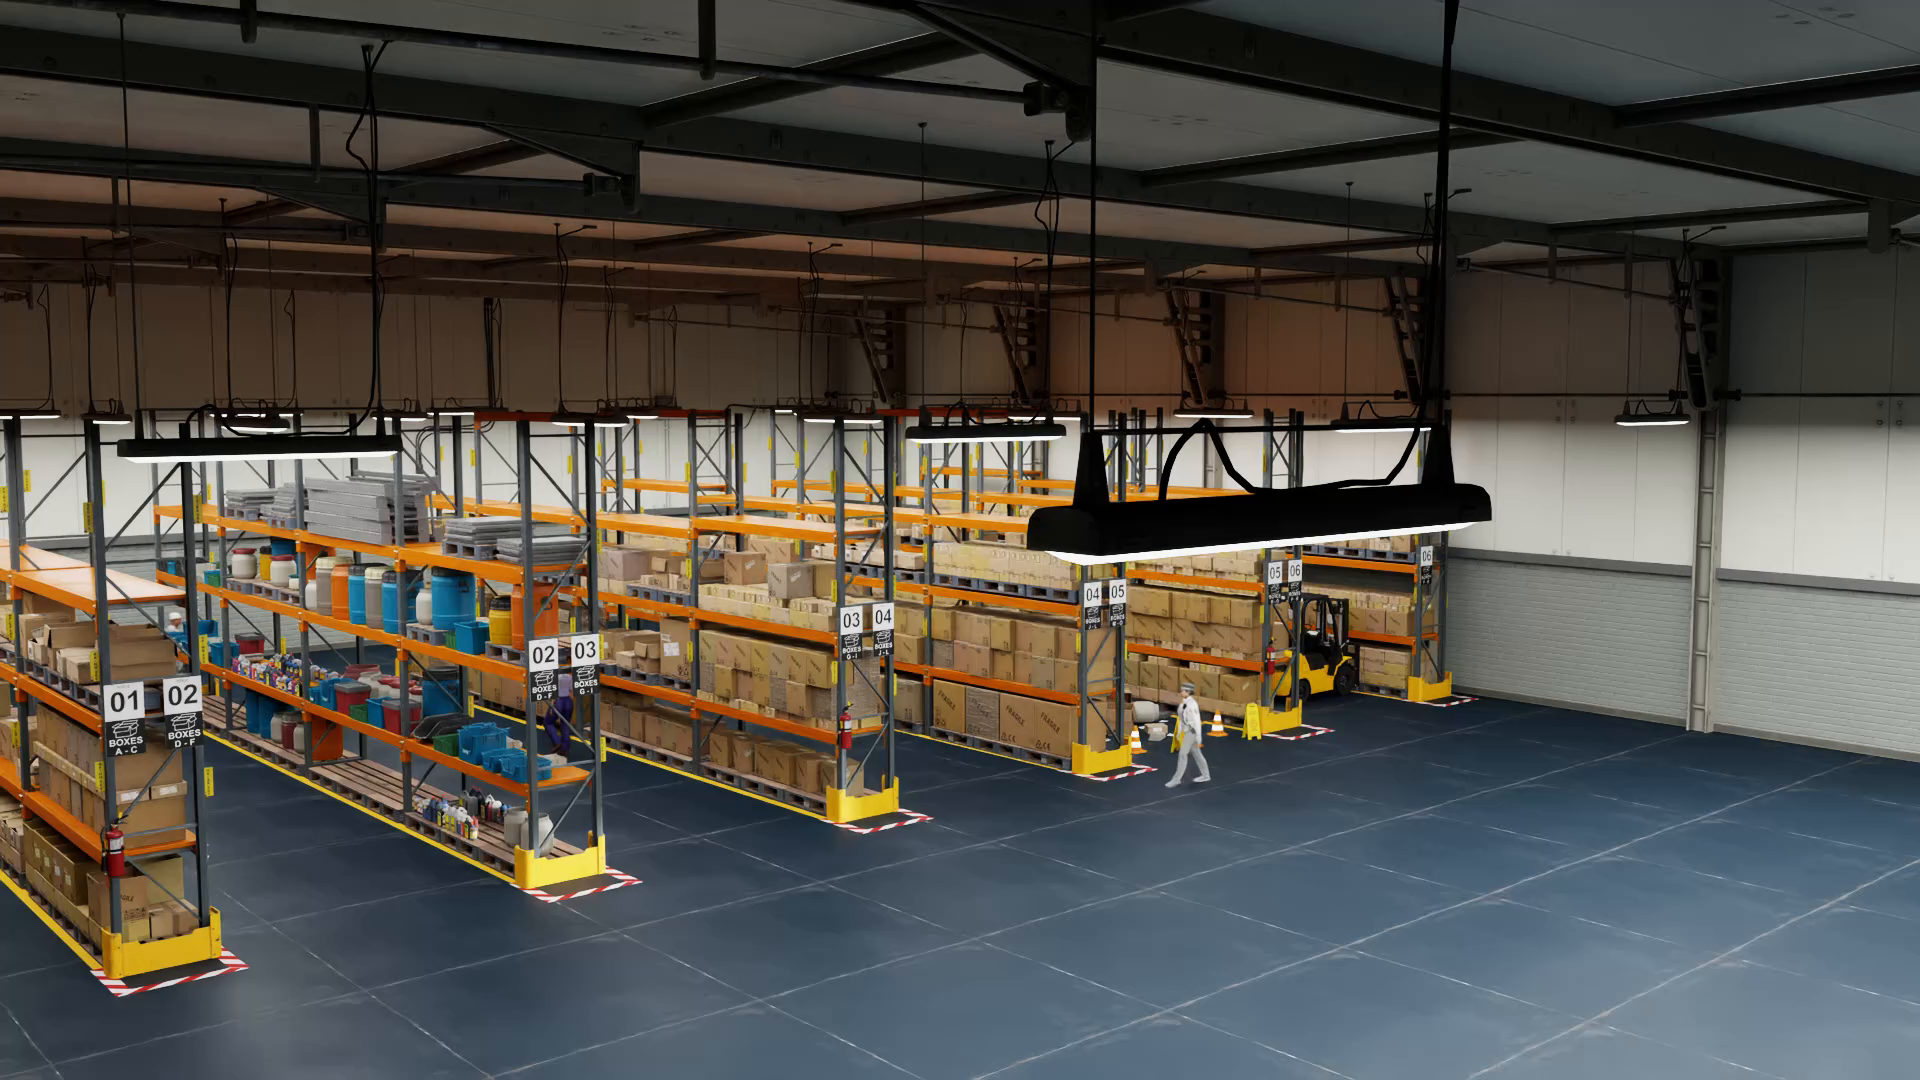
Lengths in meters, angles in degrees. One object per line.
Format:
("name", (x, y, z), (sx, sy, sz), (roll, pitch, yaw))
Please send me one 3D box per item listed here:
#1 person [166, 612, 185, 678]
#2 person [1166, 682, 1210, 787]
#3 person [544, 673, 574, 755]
("person", (-16.387, 2.393, 34.537), (0.538, 1.774, 0.580), (-3, 6, -34))
("person", (3.690, 3.131, 26.983), (0.798, 1.656, 0.518), (0, 5, -5))
("person", (-7.030, 2.939, 29.221), (0.398, 1.648, 0.551), (5, 7, 44))
